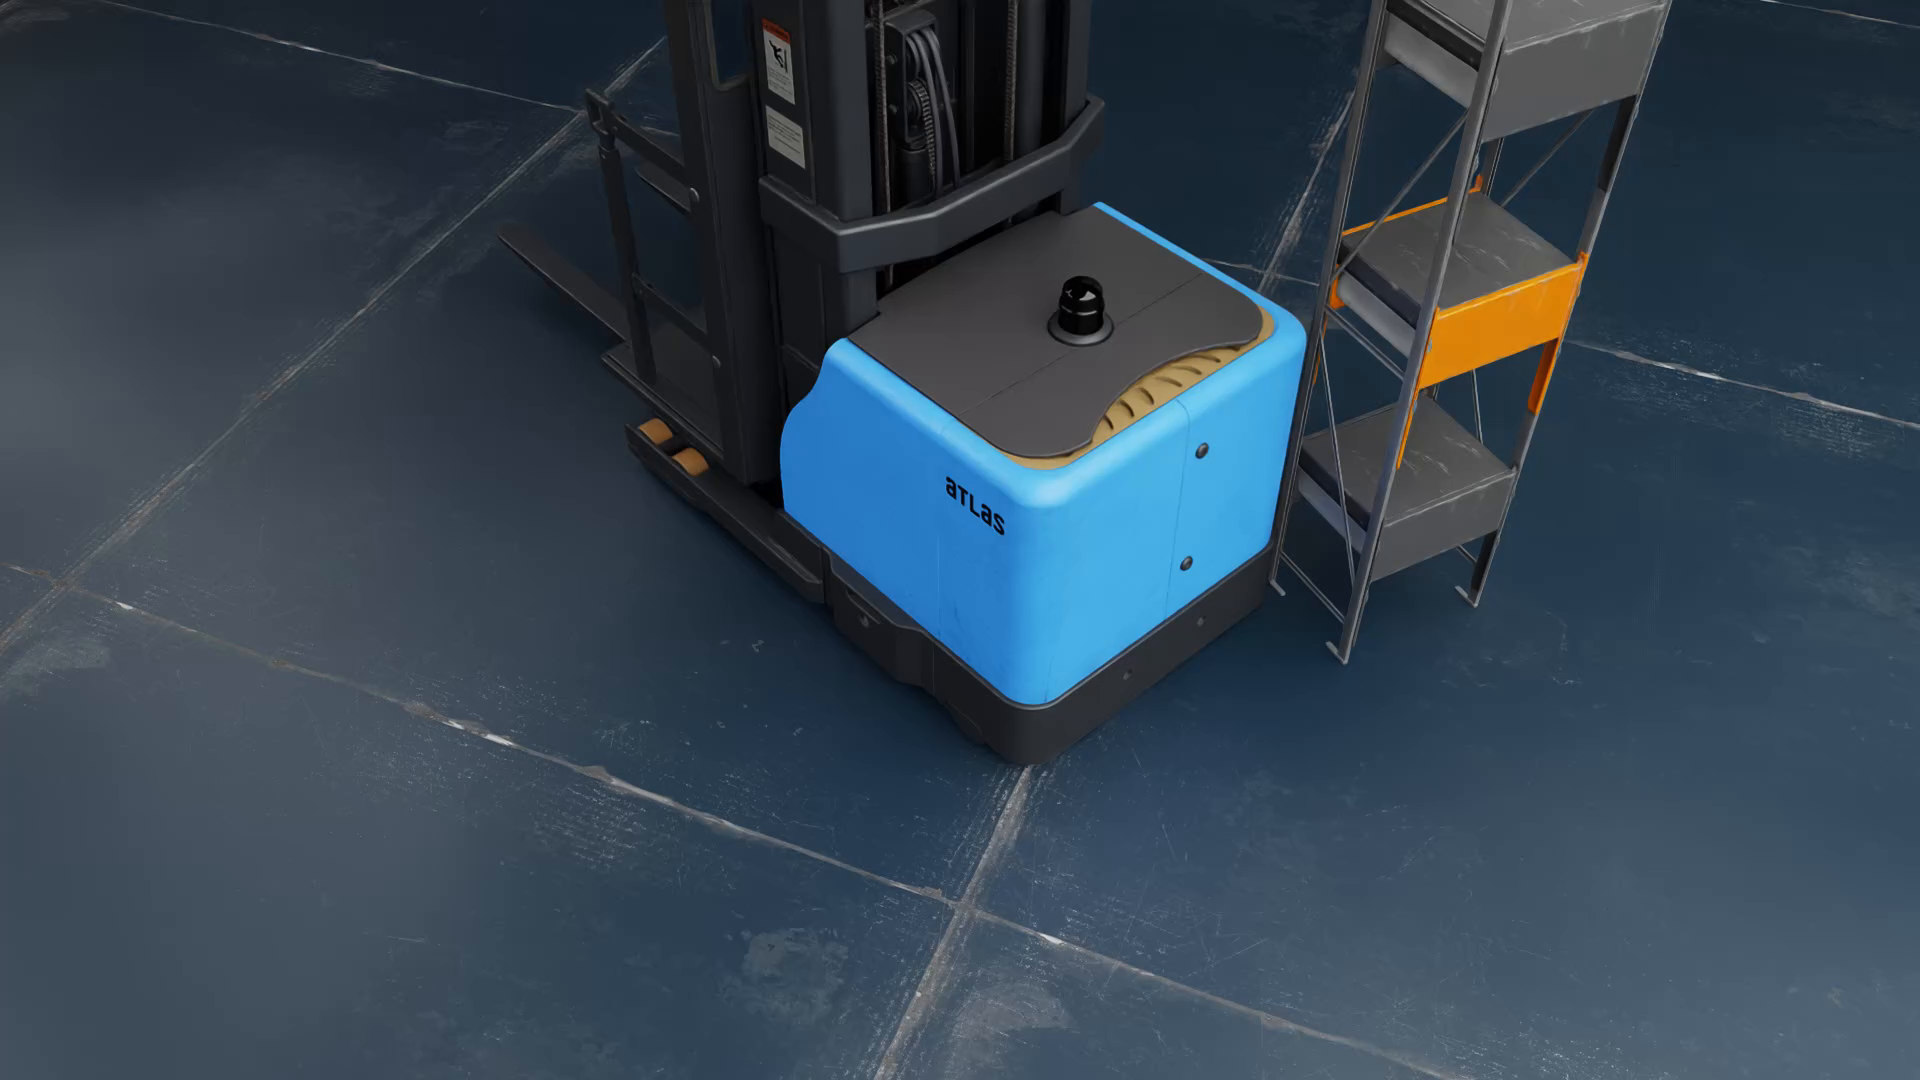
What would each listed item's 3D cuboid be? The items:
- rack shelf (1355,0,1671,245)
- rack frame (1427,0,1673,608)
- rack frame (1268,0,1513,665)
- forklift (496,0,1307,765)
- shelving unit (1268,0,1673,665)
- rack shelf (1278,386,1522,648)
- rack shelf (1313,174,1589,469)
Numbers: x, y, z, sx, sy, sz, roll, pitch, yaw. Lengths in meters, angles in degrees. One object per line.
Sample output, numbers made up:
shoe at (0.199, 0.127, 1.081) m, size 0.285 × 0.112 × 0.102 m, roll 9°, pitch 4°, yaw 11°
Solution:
rack shelf at (1.254, -1.070, 3.864) m, size 0.480 × 0.518 × 0.431 m, roll -20°, pitch 48°, yaw -19°
rack frame at (1.470, -0.664, 4.429) m, size 0.015 × 2.100 × 0.400 m, roll -20°, pitch 48°, yaw -19°
rack frame at (1.038, -0.504, 4.268) m, size 0.015 × 2.100 × 0.400 m, roll -20°, pitch 48°, yaw -19°
forklift at (-0.440, -1.385, 4.564) m, size 1.130 × 2.935 × 3.031 m, roll -32°, pitch 53°, yaw -28°
shelving unit at (1.254, -0.584, 4.348) m, size 0.503 × 2.100 × 0.431 m, roll -20°, pitch 48°, yaw -19°
rack shelf at (1.254, -0.078, 4.851) m, size 0.480 × 0.518 × 0.431 m, roll -20°, pitch 48°, yaw -19°
rack shelf at (1.254, -0.574, 4.358) m, size 0.480 × 0.518 × 0.431 m, roll -20°, pitch 48°, yaw -19°
